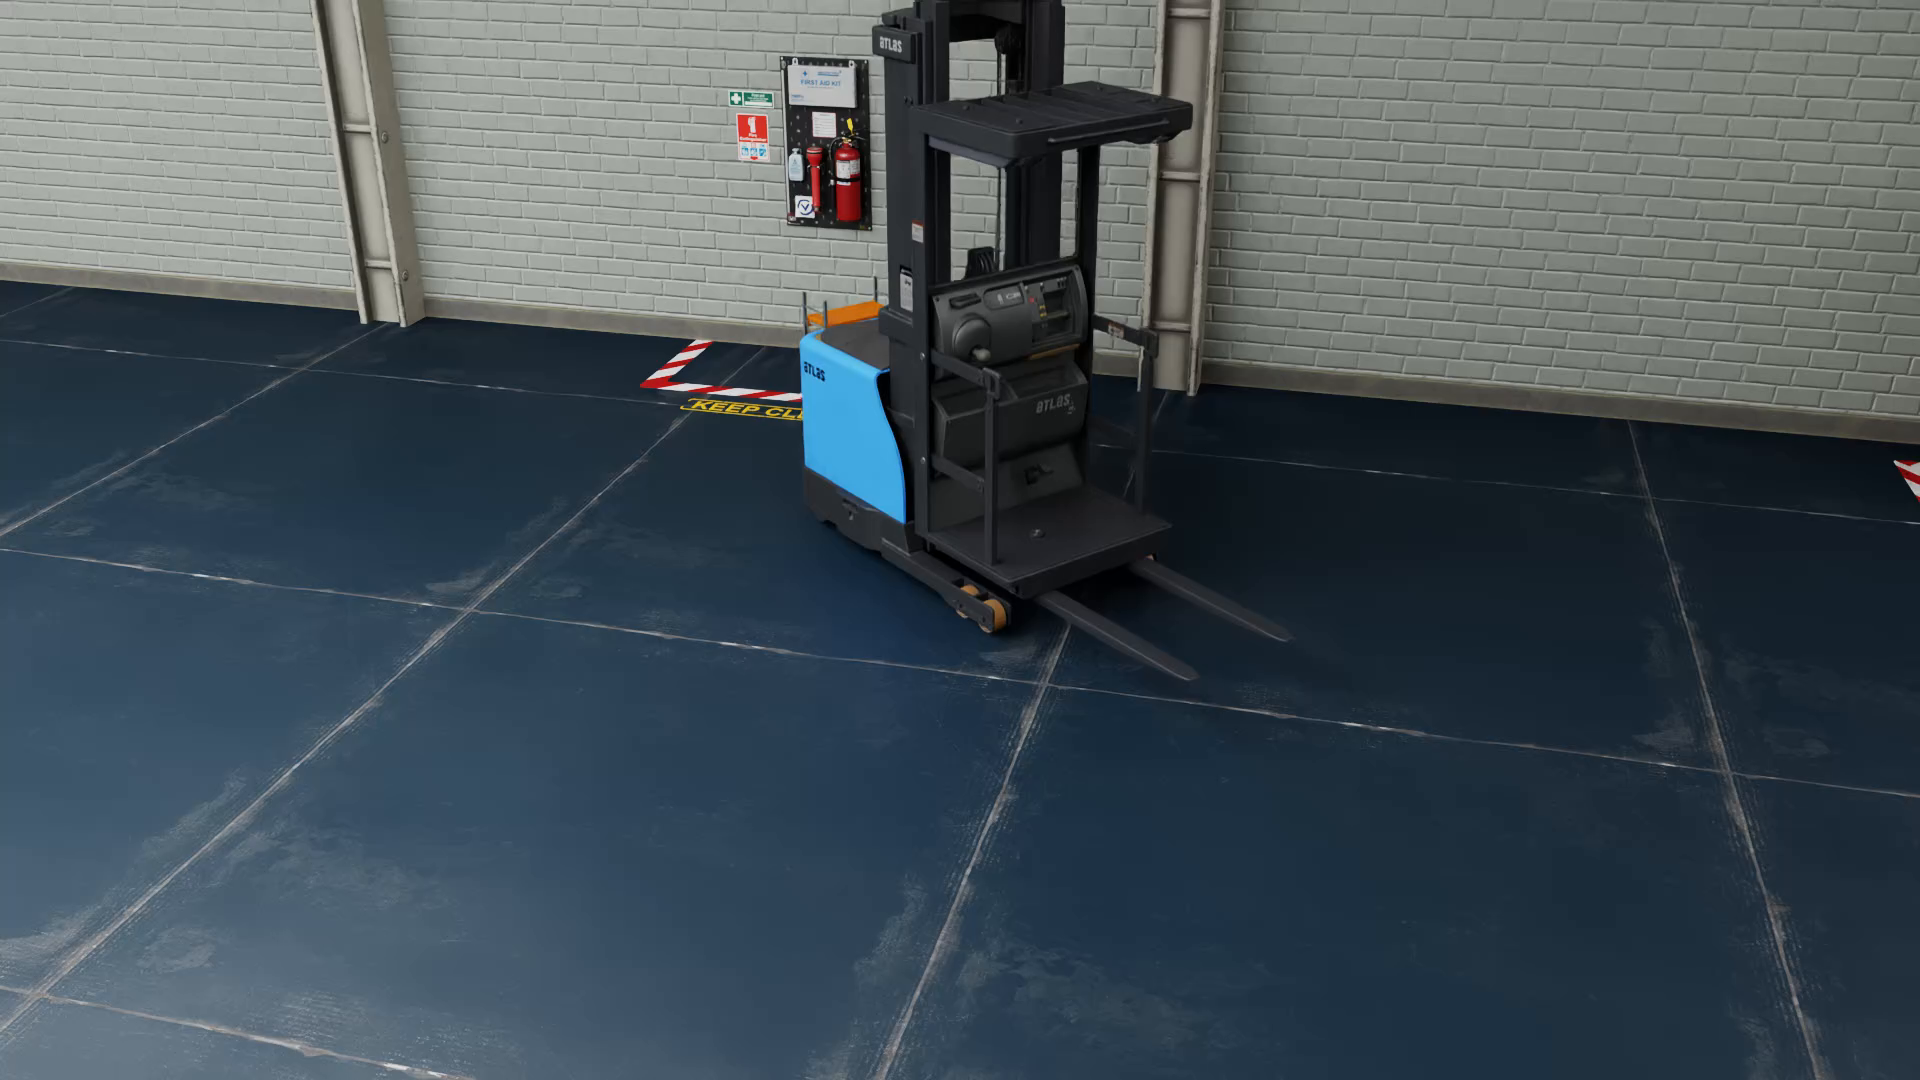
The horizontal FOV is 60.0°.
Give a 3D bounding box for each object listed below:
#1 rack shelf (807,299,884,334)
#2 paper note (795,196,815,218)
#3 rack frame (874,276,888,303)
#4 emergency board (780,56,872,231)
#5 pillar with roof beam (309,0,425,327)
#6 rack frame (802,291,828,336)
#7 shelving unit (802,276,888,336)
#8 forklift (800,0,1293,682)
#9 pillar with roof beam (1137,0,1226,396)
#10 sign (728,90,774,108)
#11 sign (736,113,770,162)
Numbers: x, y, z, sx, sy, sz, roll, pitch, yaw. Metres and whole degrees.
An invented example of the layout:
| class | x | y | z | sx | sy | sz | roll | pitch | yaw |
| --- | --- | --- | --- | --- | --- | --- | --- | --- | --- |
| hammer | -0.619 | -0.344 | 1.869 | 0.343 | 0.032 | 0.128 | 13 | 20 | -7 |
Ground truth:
| class | x | y | z | sx | sy | sz | roll | pitch | yaw |
| --- | --- | --- | --- | --- | --- | --- | --- | --- | --- |
| rack shelf | -0.621 | -1.243 | 9.551 | 0.480 | 0.148 | 0.258 | -18 | 31 | -33 |
| paper note | -1.093 | -2.347 | 11.715 | 0.142 | 0.148 | 0.016 | 6 | 26 | 13 |
| rack frame | -0.425 | -0.951 | 9.851 | 0.015 | 1.200 | 0.240 | -18 | 31 | -33 |
| emergency board | -0.938 | -2.697 | 11.426 | 0.643 | 1.169 | 0.194 | 6 | 26 | 13 |
| pillar with roof beam | -5.438 | -3.976 | 7.132 | 0.400 | 9.000 | 9.100 | 6 | 26 | 13 |
| rack frame | -0.816 | -0.825 | 9.587 | 0.015 | 1.200 | 0.240 | -18 | 31 | -33 |
| shelving unit | -0.621 | -0.888 | 9.719 | 0.503 | 1.200 | 0.258 | -18 | 31 | -33 |
| forklift | 0.387 | -1.100 | 8.152 | 1.130 | 2.935 | 3.031 | -18 | 31 | -33 |
| pillar with roof beam | 0.373 | -3.333 | 5.783 | 0.400 | 9.000 | 9.100 | 6 | 26 | 13 |
| sign | -1.446 | -3.051 | 11.510 | 0.331 | 0.109 | 0.001 | 6 | 26 | 13 |
| sign | -1.448 | -2.815 | 11.633 | 0.234 | 0.329 | 0.001 | 6 | 26 | 13 |
